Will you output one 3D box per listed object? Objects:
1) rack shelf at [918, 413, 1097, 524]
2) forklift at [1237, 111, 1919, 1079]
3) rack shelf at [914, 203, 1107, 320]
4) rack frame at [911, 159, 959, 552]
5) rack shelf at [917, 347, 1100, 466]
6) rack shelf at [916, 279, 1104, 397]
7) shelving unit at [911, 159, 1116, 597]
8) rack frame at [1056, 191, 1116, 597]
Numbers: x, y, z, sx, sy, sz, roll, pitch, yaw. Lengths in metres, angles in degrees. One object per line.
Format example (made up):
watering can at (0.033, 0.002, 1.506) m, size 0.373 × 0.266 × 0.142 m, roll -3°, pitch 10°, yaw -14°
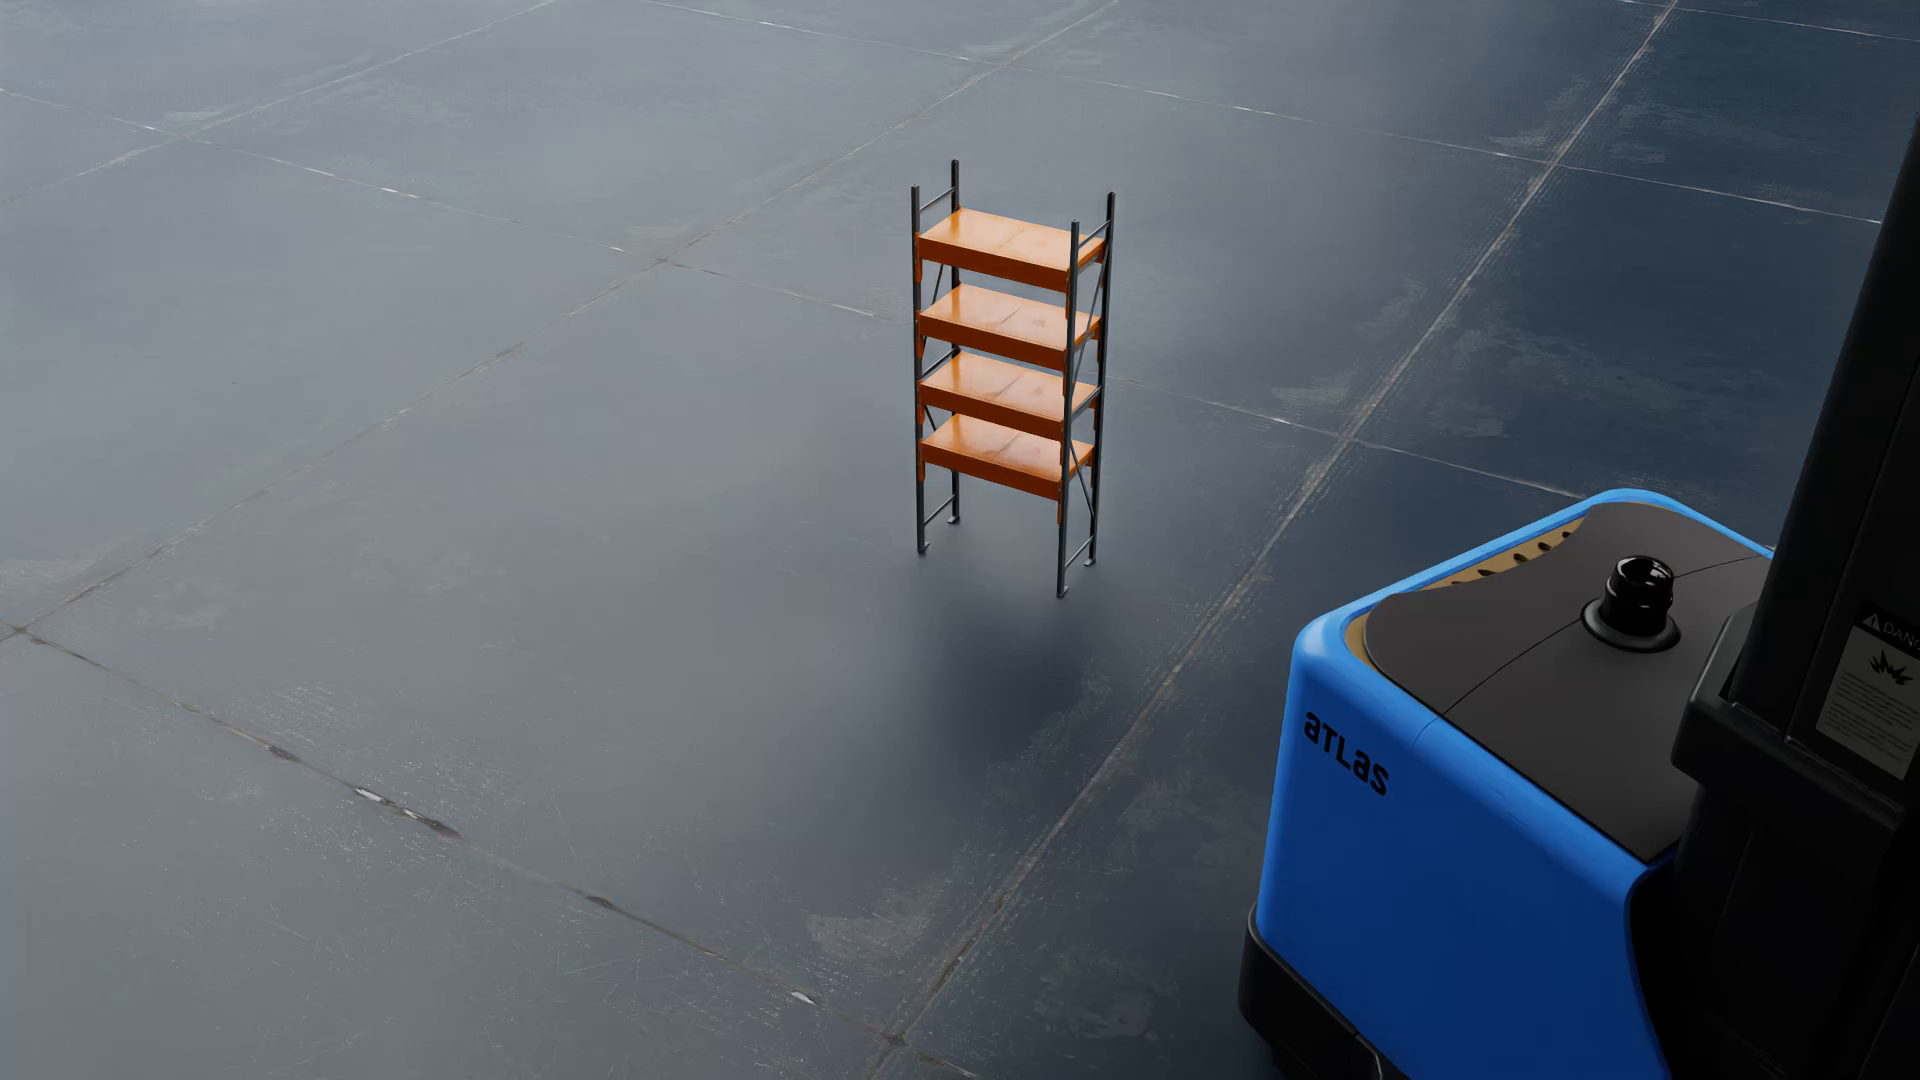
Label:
rack shelf at (0.144, -0.233, 4.996) m, size 0.480 × 0.148 × 0.258 m, roll 18°, pitch 37°, yaw 24°
forklift at (1.828, 0.372, 2.046) m, size 1.130 × 2.935 × 3.031 m, roll -20°, pitch 38°, yaw -27°
rack shelf at (0.144, -0.781, 4.631) m, size 0.480 × 0.148 × 0.258 m, roll 18°, pitch 37°, yaw 24°
rack frame at (-0.068, -0.521, 4.950) m, size 0.015 × 1.200 × 0.240 m, roll 18°, pitch 37°, yaw 24°
rack shelf at (0.144, -0.398, 4.886) m, size 0.480 × 0.148 × 0.258 m, roll 18°, pitch 37°, yaw 24°
rack shelf at (0.144, -0.584, 4.762) m, size 0.480 × 0.148 × 0.258 m, roll 18°, pitch 37°, yaw 24°
shelving unit at (0.144, -0.454, 4.849) m, size 0.503 × 1.200 × 0.258 m, roll 18°, pitch 37°, yaw 24°
rack frame at (0.356, -0.387, 4.748) m, size 0.015 × 1.200 × 0.240 m, roll 18°, pitch 37°, yaw 24°
